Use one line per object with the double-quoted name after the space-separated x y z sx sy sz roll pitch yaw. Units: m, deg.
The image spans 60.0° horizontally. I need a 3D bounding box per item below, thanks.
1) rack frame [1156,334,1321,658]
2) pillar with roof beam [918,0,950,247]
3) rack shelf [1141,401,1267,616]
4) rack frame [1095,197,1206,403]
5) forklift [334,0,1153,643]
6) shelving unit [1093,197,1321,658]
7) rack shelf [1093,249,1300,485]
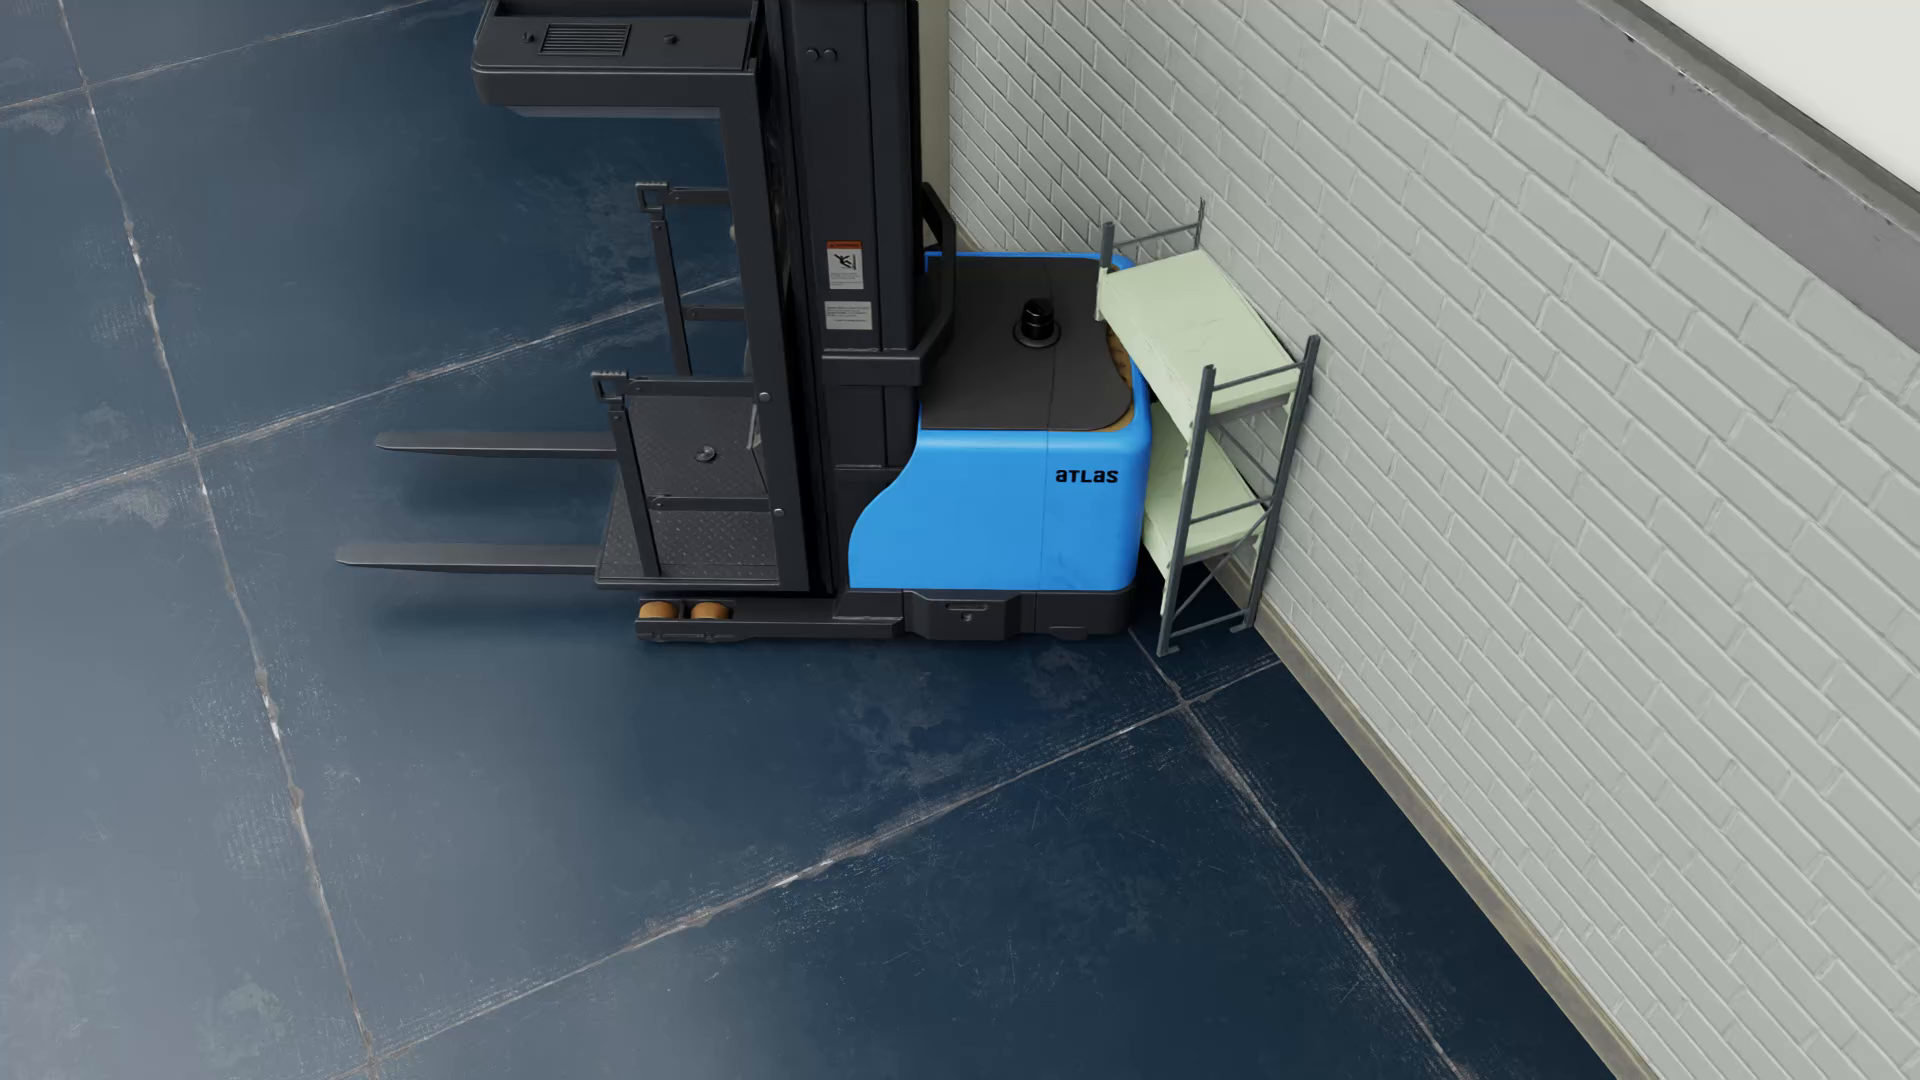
0.933 -0.101 5.728 0.400 1.500 0.023 -17 52 -14 "rack frame"
-4.095 -2.993 3.282 9.100 9.000 0.400 -21 52 -18 "pillar with roof beam"
0.795 -0.154 6.195 0.431 0.370 0.720 -17 52 -14 "rack shelf"
0.662 -0.625 6.162 0.400 1.500 0.023 -17 52 -14 "rack frame"
-0.846 -0.975 5.548 3.031 2.935 1.130 1 49 1 "forklift"
0.798 -0.363 5.945 0.431 1.500 0.755 -17 52 -14 "shelving unit"
0.800 -0.613 5.645 0.431 0.370 0.720 -17 52 -14 "rack shelf"
